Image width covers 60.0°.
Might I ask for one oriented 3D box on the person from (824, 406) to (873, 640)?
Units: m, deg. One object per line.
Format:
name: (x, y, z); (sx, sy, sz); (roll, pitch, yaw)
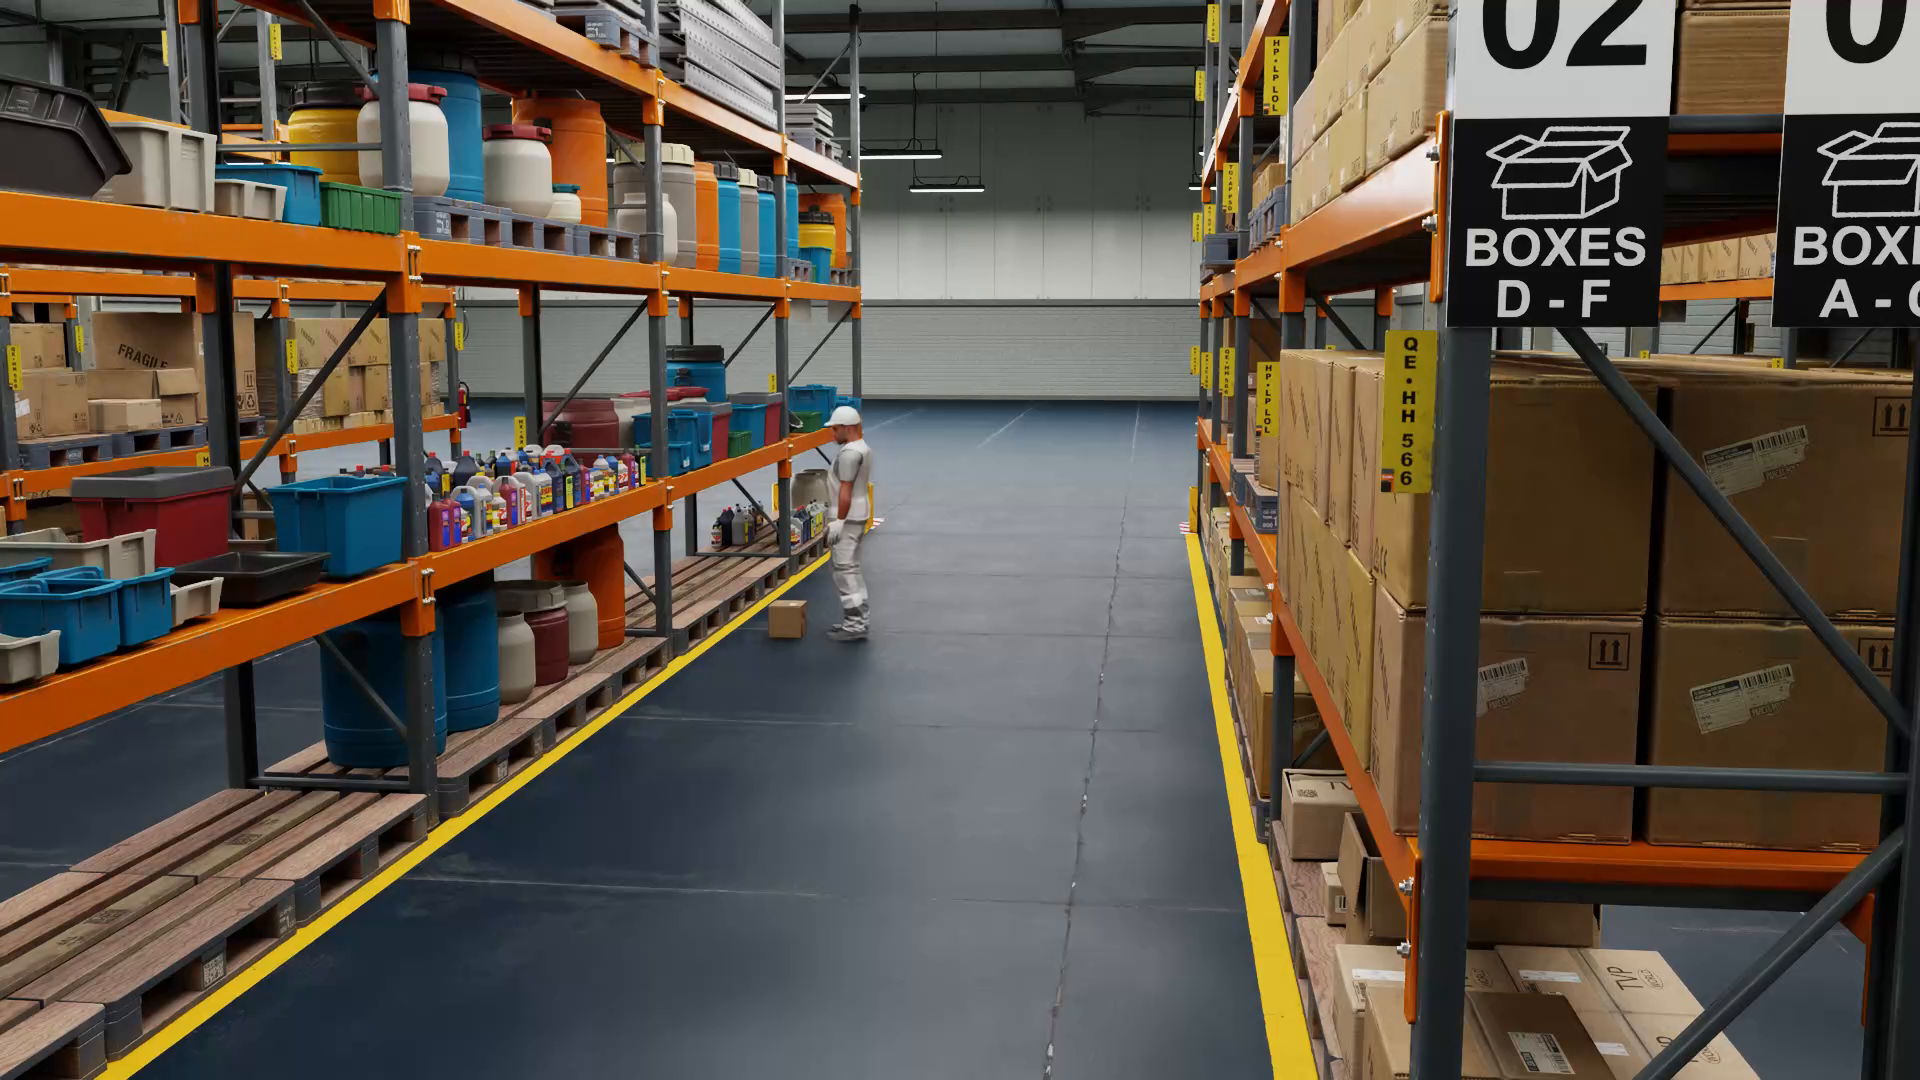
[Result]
person: (-0.859, -0.131, 12.749); (0.351, 1.783, 0.528); (1, 8, 7)
